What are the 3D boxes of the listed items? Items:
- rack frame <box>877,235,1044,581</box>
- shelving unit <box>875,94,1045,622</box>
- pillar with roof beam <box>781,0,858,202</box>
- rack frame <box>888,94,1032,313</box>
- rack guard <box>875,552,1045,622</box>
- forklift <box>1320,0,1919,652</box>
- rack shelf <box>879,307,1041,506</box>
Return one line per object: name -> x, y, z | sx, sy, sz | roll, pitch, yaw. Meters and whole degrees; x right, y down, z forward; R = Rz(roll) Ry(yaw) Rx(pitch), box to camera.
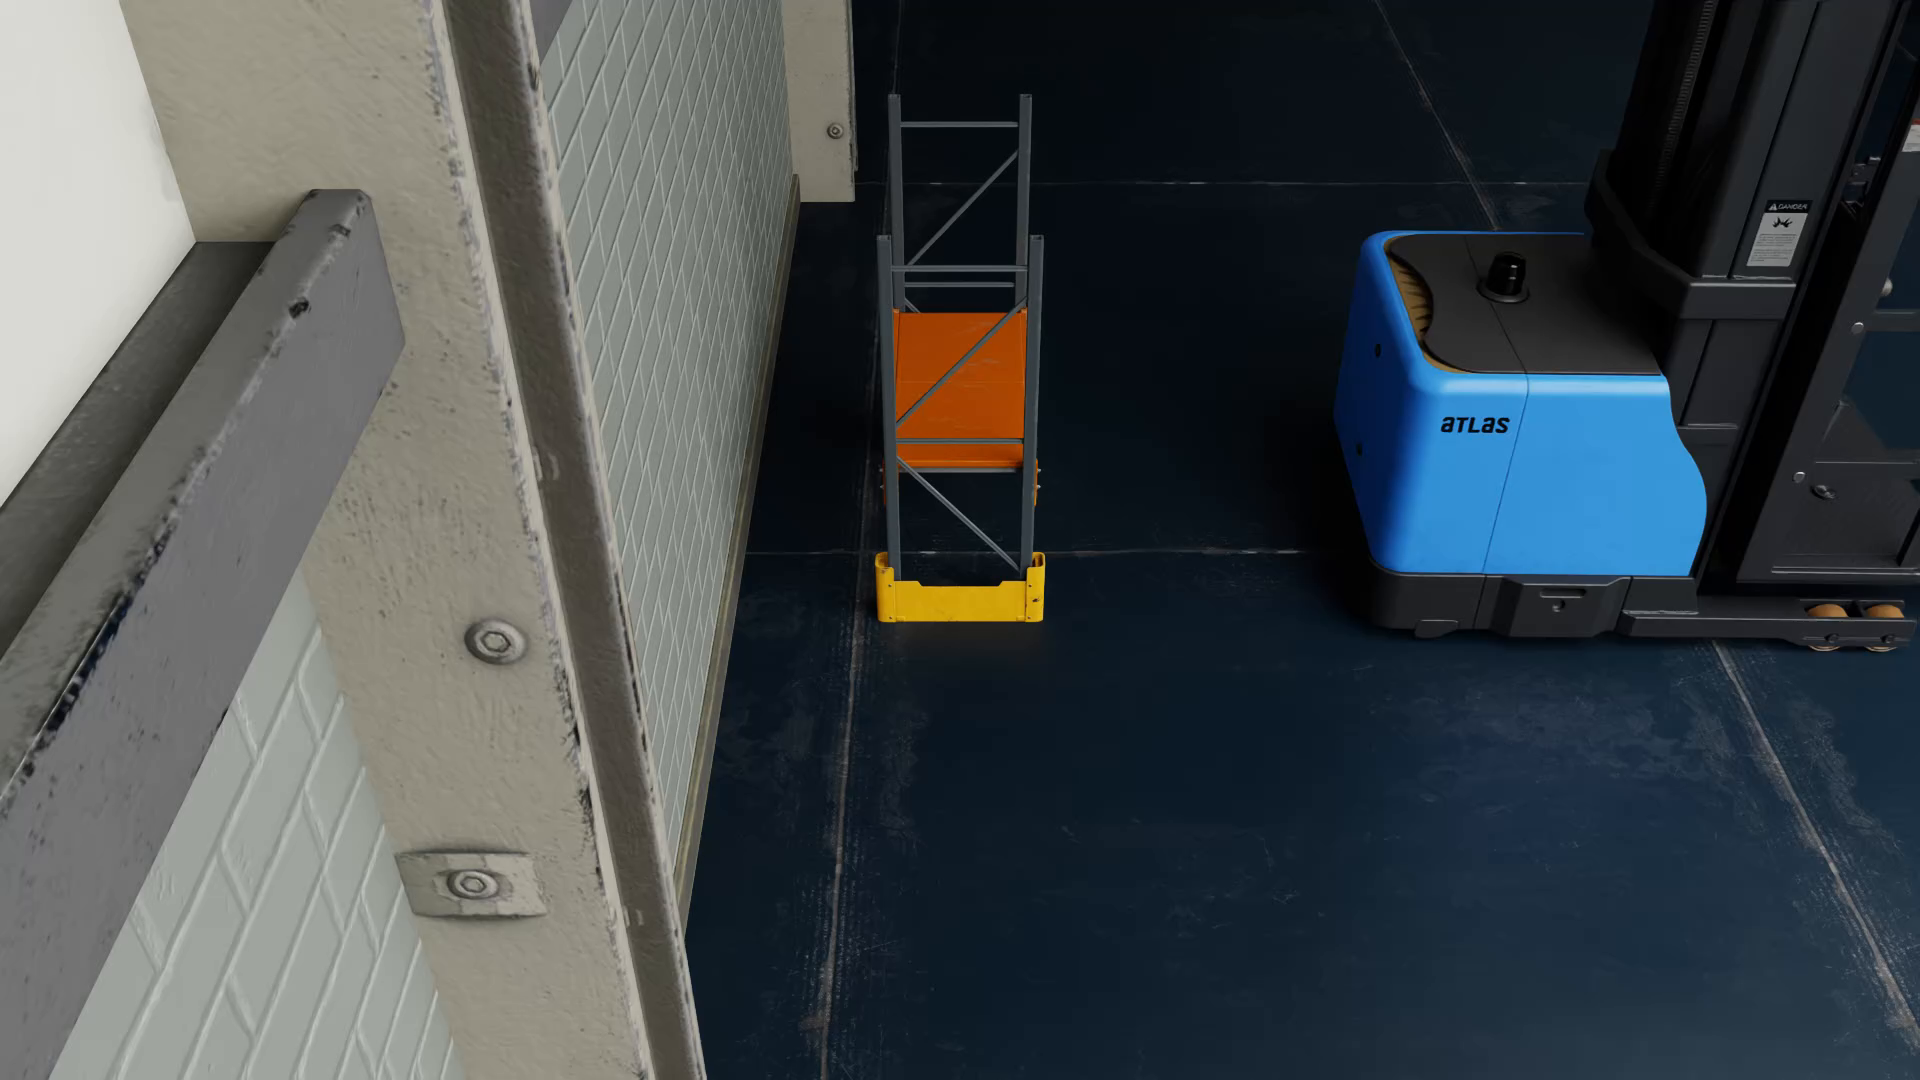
rack frame -> 0.000, -0.321, 5.451 | 0.500, 1.500, 0.032 | 0, 39, 0
shelving unit -> 0.000, -0.633, 5.840 | 0.587, 1.500, 1.083 | 0, 39, 0
pillar with roof beam -> 3.619, -5.343, 5.722 | 9.100, 9.000, 0.400 | 0, 39, 0
rack frame -> -0.001, -0.956, 6.244 | 0.500, 1.500, 0.032 | 0, 39, 0
rack guard -> 0.000, 0.166, 5.843 | 0.587, 0.250, 0.087 | 0, 39, 0
forklift -> 2.915, -1.094, 5.271 | 3.031, 2.935, 1.130 | 1, 39, 1
rack shelf -> 0.000, -0.498, 5.960 | 0.538, 0.185, 1.000 | 0, 39, 0
